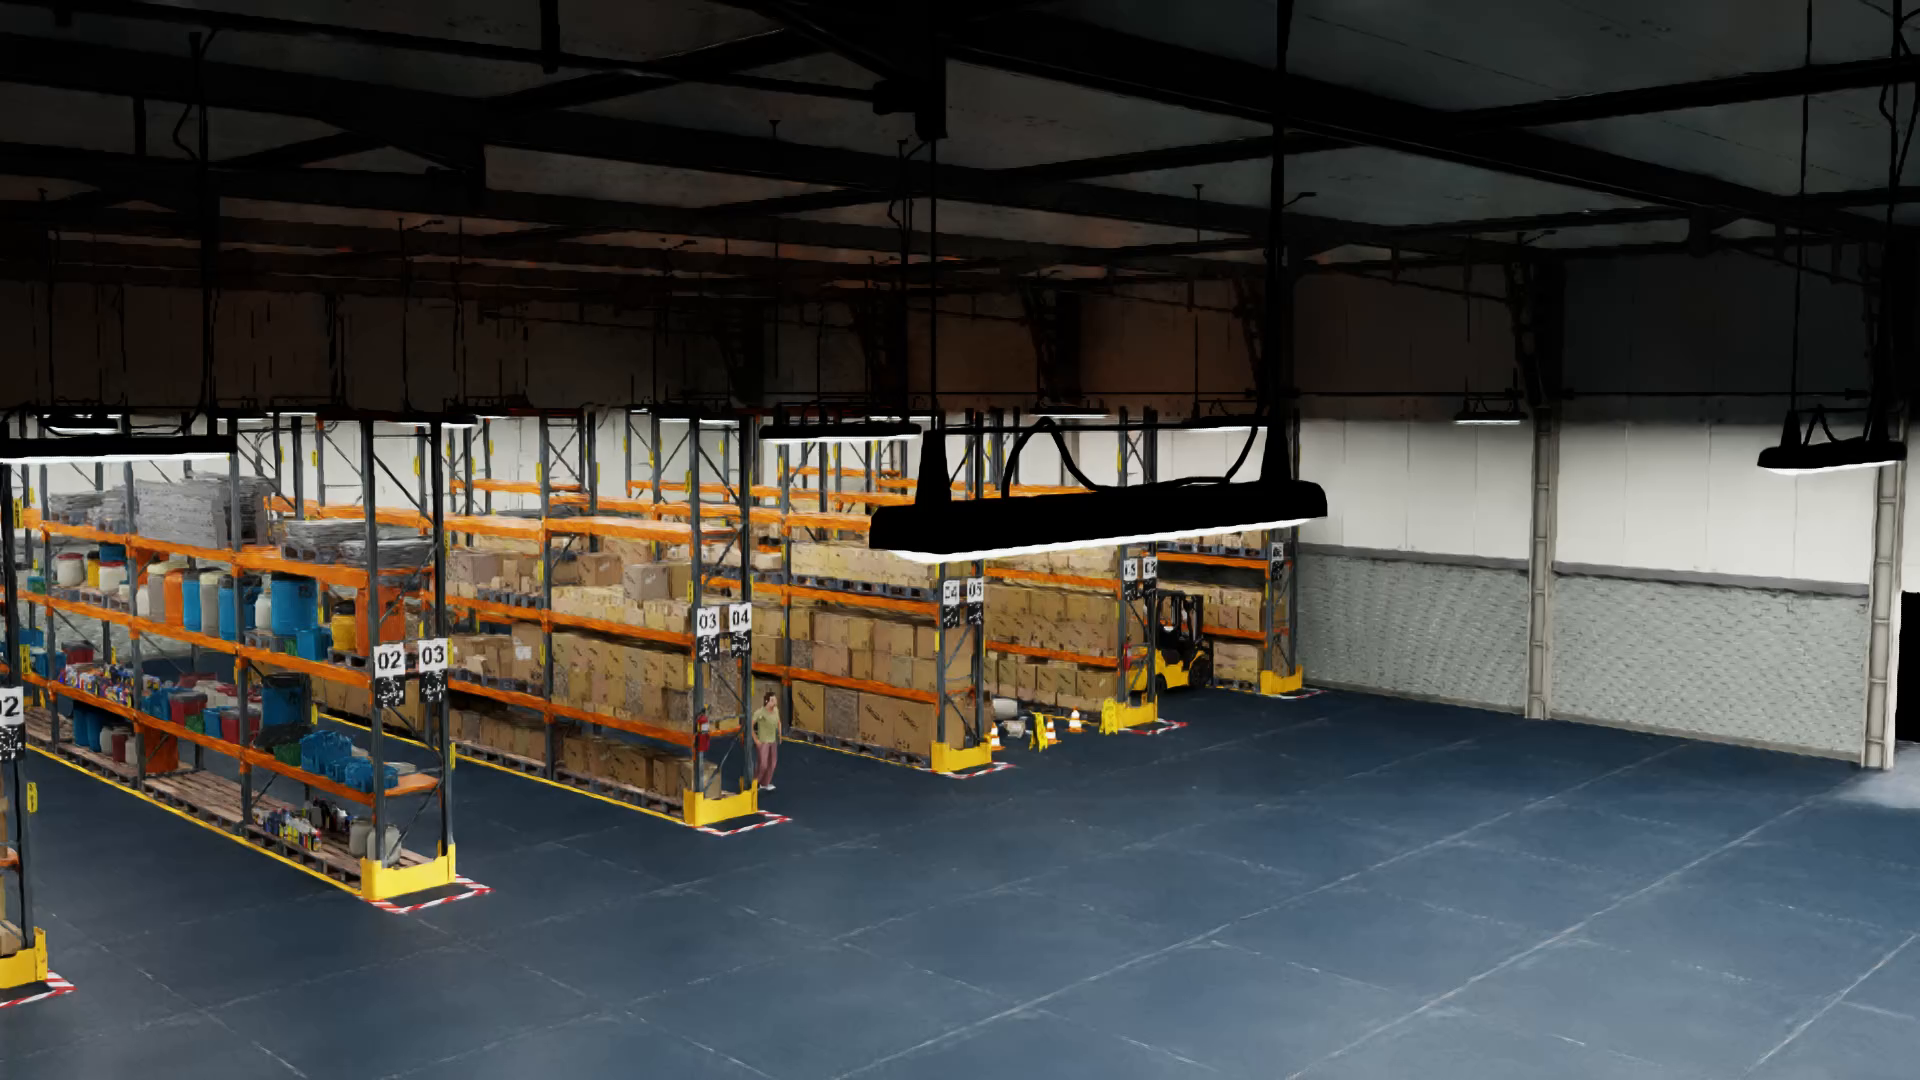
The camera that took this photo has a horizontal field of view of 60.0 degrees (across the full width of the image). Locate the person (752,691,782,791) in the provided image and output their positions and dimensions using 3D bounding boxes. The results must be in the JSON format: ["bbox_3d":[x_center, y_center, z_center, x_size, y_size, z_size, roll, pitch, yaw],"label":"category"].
[{"bbox_3d":[-3.091,3.192,26.418,0.507,1.619,0.598,4,7,42],"label":"person"}]
